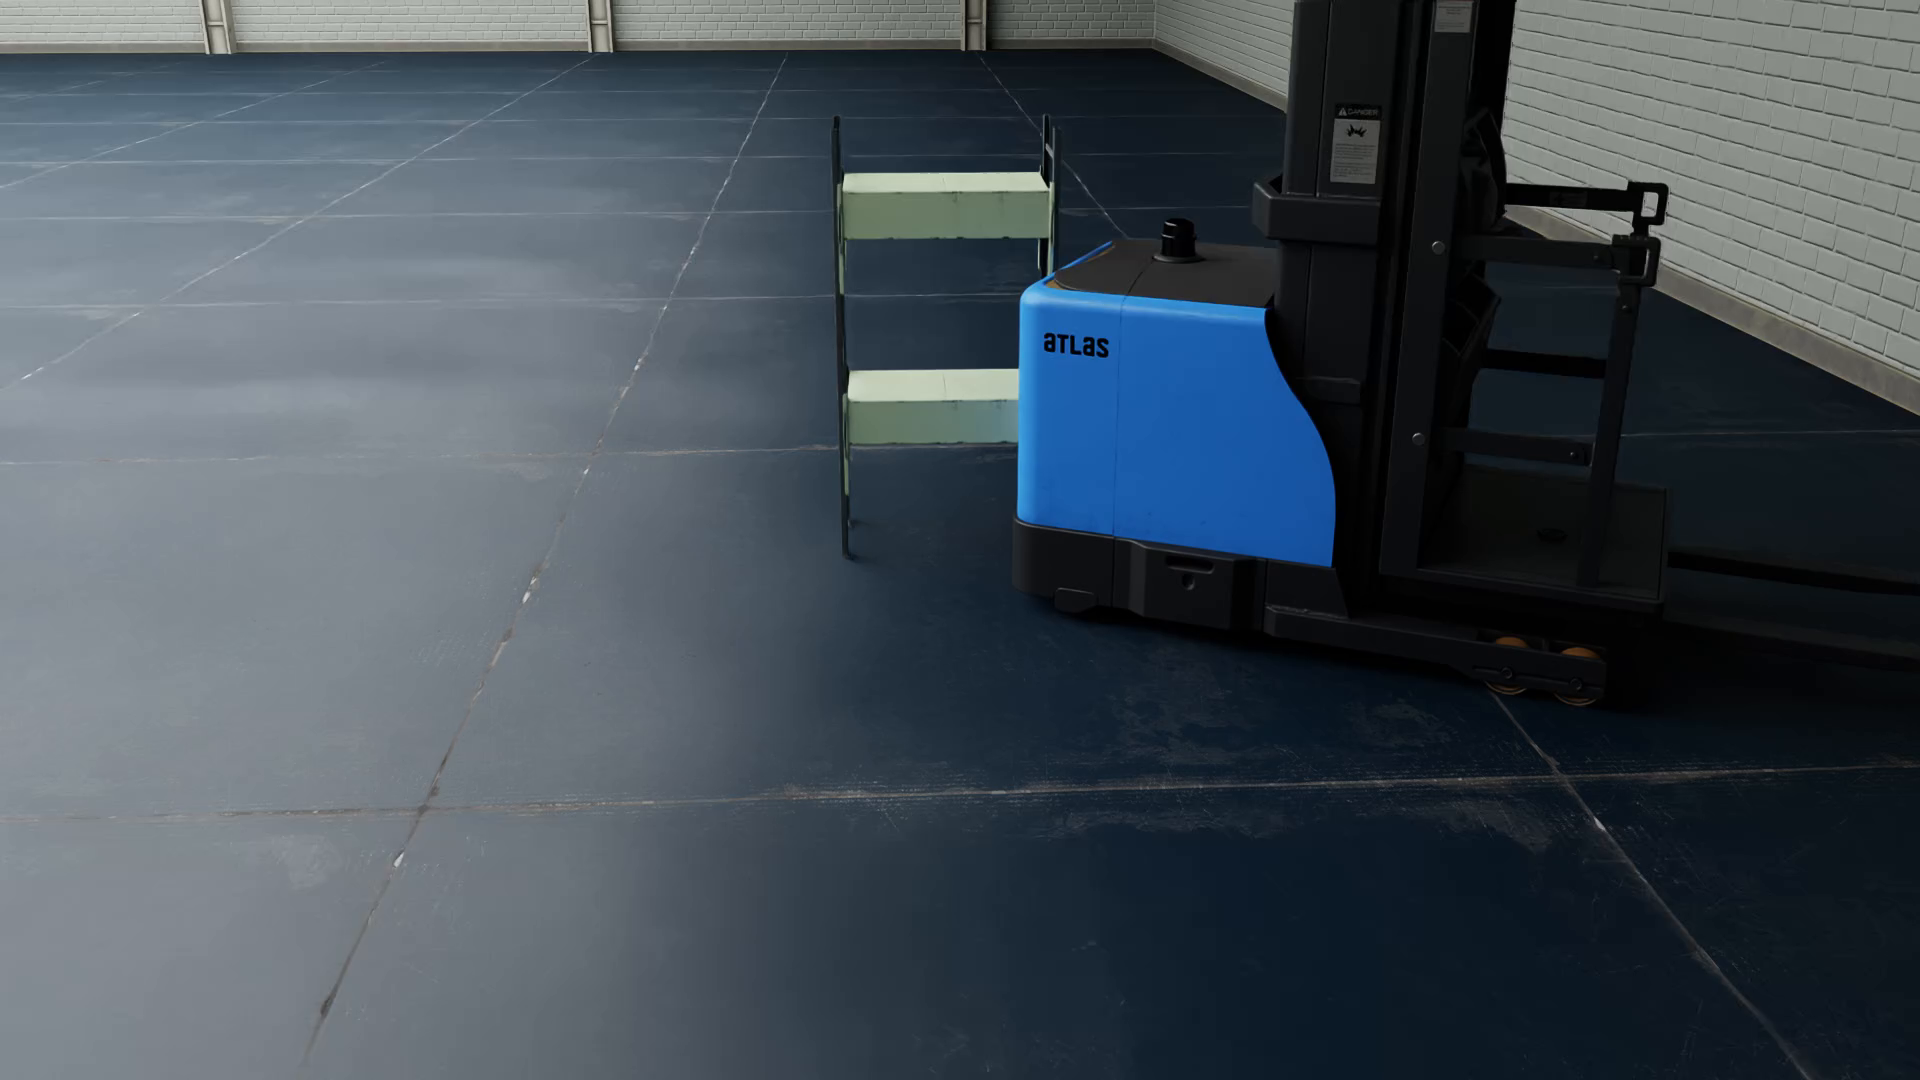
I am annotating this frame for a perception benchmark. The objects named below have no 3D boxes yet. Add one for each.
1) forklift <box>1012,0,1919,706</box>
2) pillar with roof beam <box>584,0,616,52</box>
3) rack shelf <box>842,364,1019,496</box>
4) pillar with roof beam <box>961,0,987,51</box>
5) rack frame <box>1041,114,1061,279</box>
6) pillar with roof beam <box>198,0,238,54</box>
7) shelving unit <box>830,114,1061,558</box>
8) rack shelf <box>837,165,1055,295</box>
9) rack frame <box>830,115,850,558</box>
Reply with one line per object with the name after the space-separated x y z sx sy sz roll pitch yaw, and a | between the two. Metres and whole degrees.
1.740 -1.100 4.892 3.031 2.935 1.130 9 22 21 | forklift
-5.524 -10.559 21.207 0.400 9.000 9.100 -1 21 -3 | pillar with roof beam
-0.054 -0.408 6.001 0.720 0.370 0.431 -1 21 -2 | rack shelf
0.466 -10.680 21.527 0.400 9.000 9.100 -1 21 -3 | pillar with roof beam
0.311 -0.718 5.899 0.023 1.500 0.400 -1 21 -2 | rack frame
-11.515 -10.437 20.887 0.400 9.000 9.100 -1 21 -3 | pillar with roof beam
-0.054 -0.713 5.885 0.755 1.500 0.431 -1 21 -2 | shelving unit
-0.054 -1.077 5.746 0.720 0.370 0.431 -1 21 -2 | rack shelf
-0.420 -0.707 5.870 0.023 1.500 0.400 -1 21 -2 | rack frame
